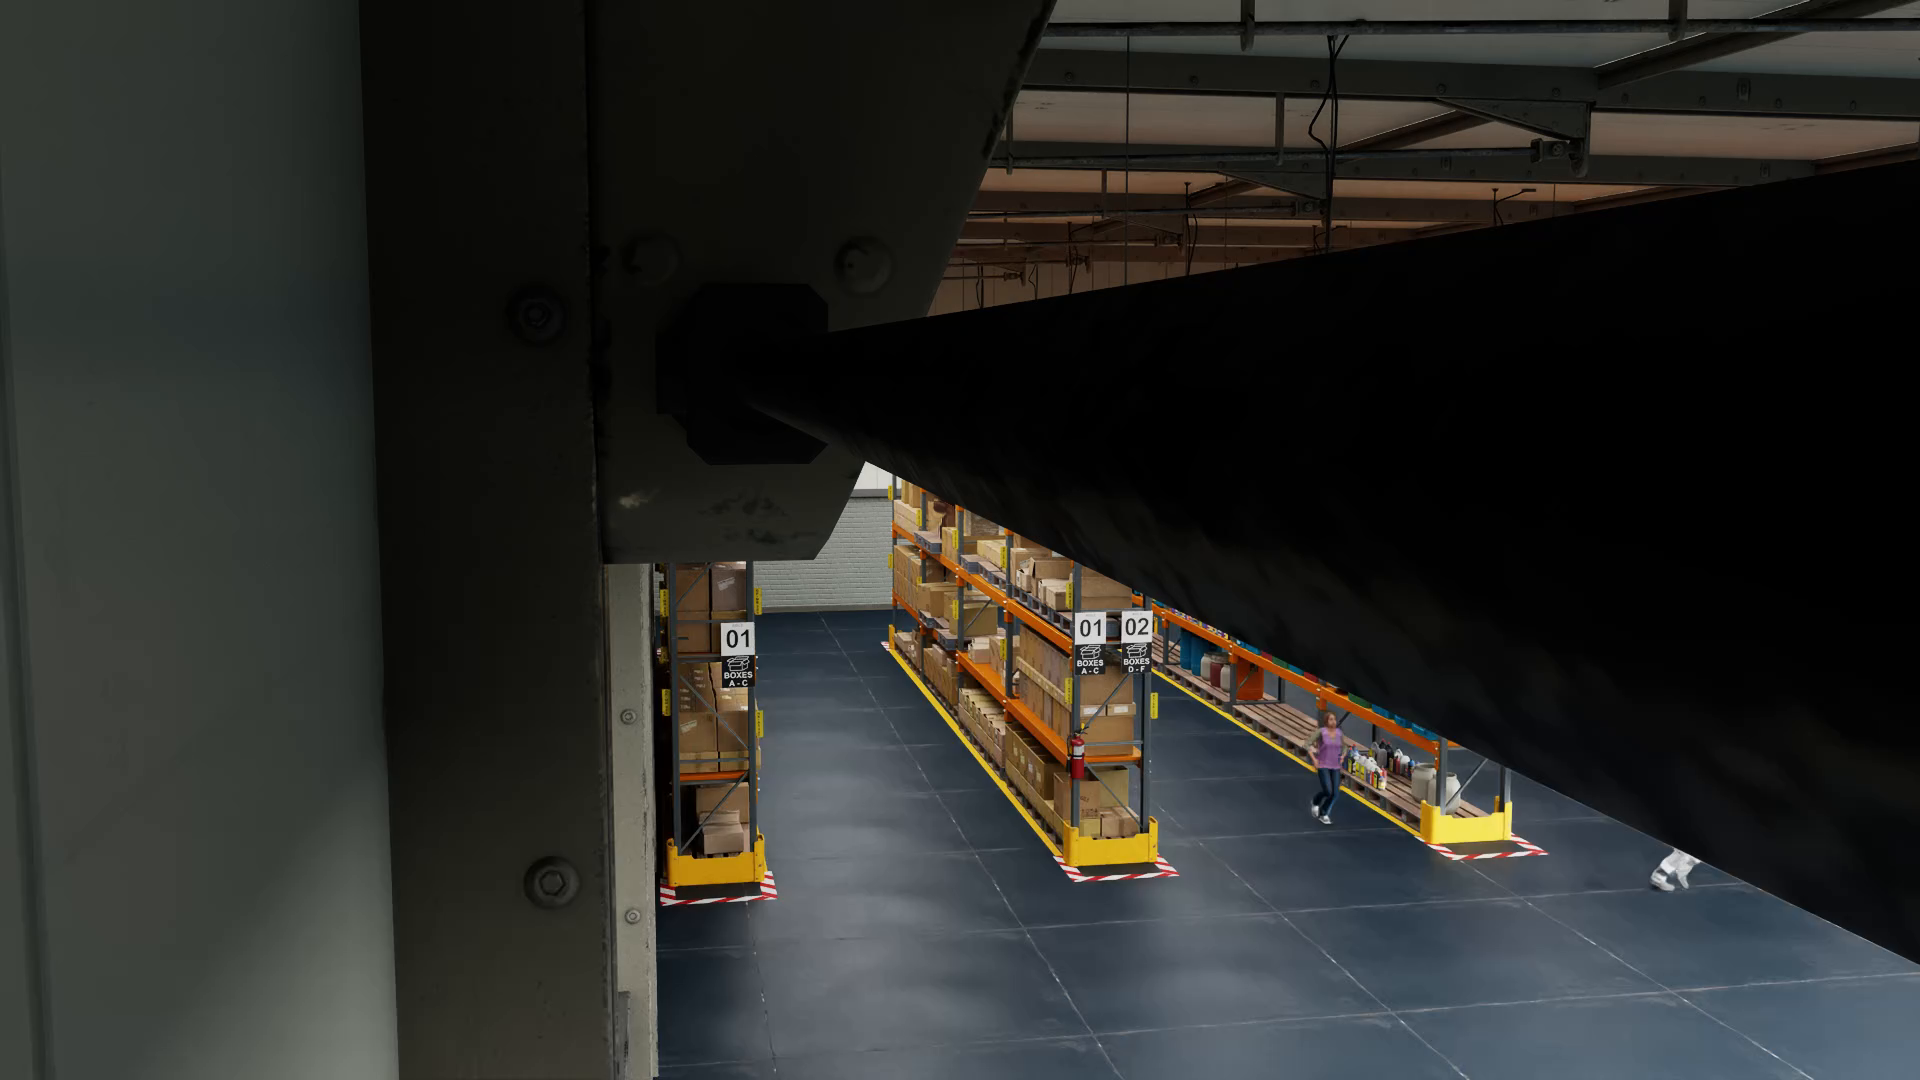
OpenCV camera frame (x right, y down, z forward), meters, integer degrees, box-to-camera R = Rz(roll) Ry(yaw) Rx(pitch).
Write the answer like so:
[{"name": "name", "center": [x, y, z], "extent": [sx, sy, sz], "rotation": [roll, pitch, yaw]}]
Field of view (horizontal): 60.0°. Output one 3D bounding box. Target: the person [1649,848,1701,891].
[{"name": "person", "center": [8.747, 3.376, 19.786], "extent": [0.940, 1.621, 0.696], "rotation": [3, 7, 23]}]

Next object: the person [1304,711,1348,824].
[{"name": "person", "center": [5.040, 3.116, 22.667], "extent": [0.571, 1.546, 0.500], "rotation": [-2, 6, -16]}]
